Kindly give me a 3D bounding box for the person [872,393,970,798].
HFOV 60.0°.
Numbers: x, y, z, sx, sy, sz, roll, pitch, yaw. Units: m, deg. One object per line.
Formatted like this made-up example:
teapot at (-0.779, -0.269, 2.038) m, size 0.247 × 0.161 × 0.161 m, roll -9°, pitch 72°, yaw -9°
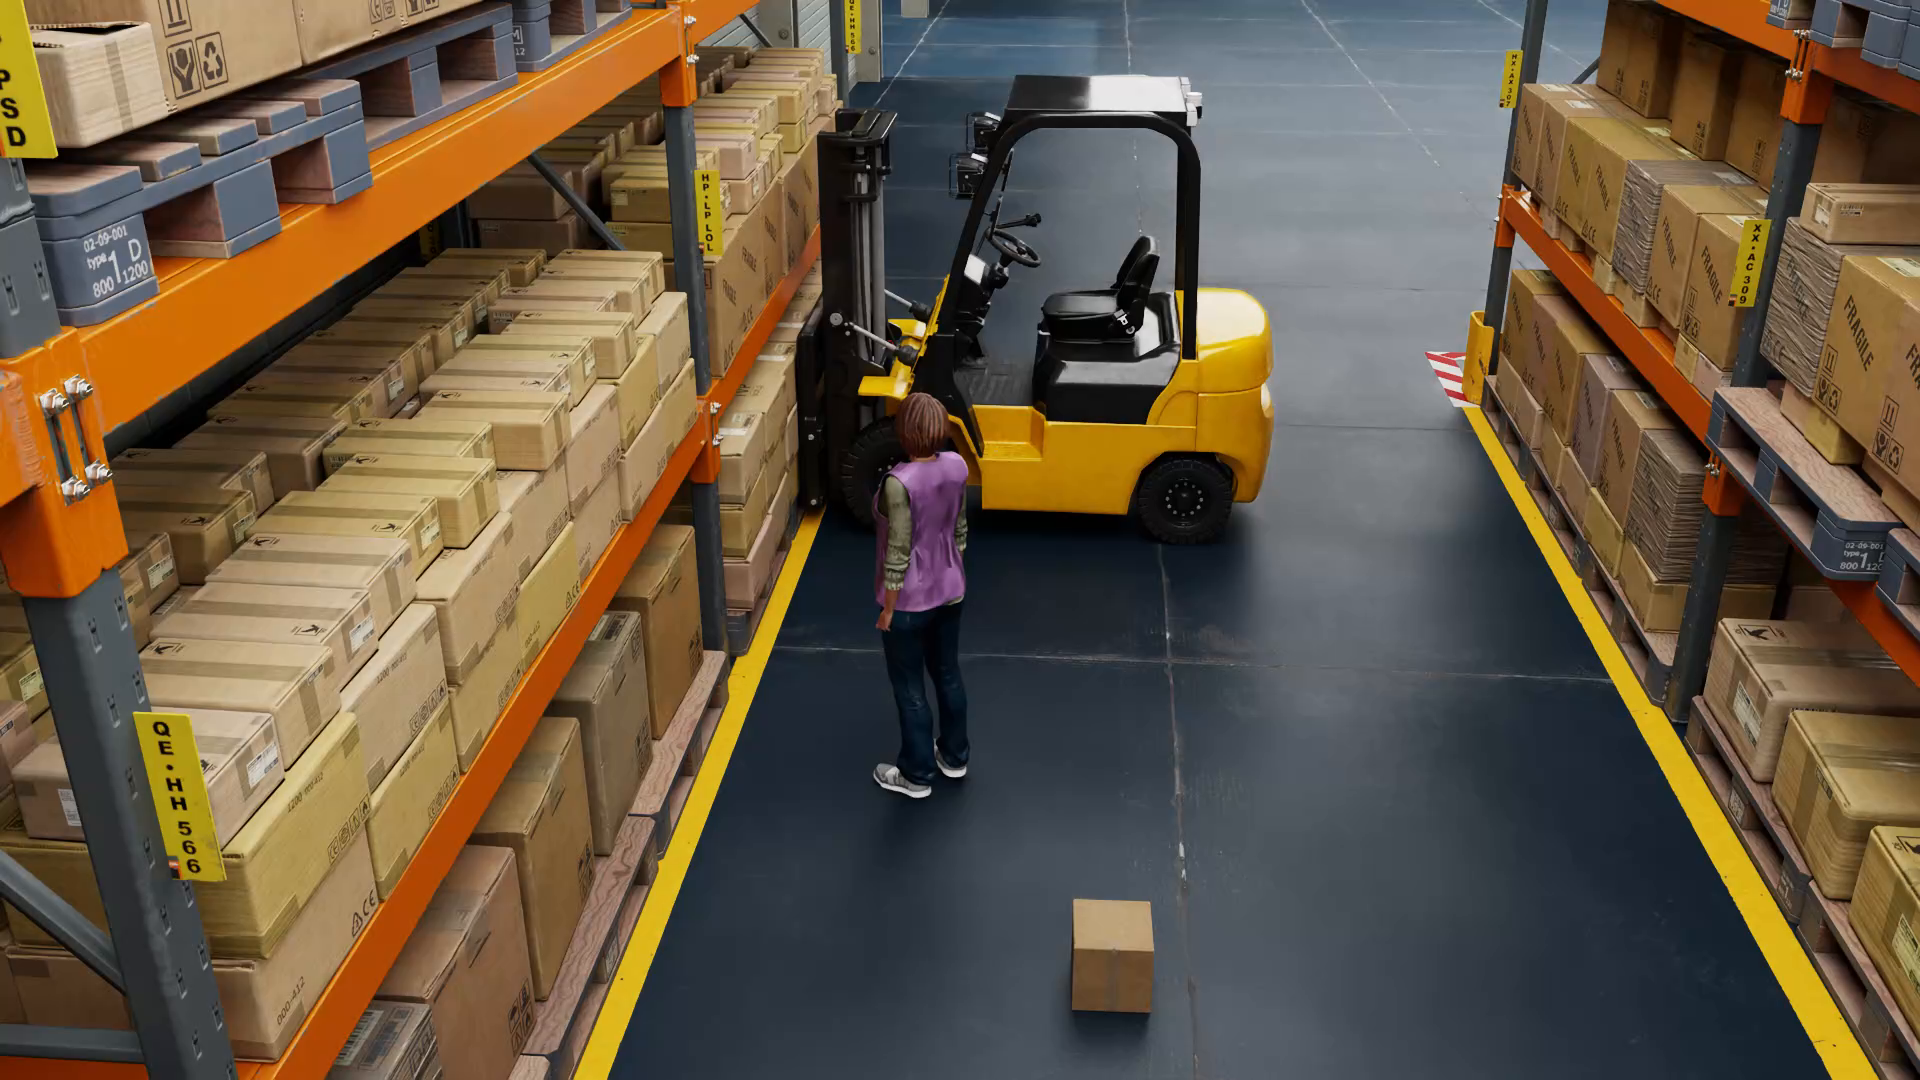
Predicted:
person at (-0.145, 0.211, 6.155) m, size 0.408 × 1.604 × 0.308 m, roll -22°, pitch 33°, yaw -39°
